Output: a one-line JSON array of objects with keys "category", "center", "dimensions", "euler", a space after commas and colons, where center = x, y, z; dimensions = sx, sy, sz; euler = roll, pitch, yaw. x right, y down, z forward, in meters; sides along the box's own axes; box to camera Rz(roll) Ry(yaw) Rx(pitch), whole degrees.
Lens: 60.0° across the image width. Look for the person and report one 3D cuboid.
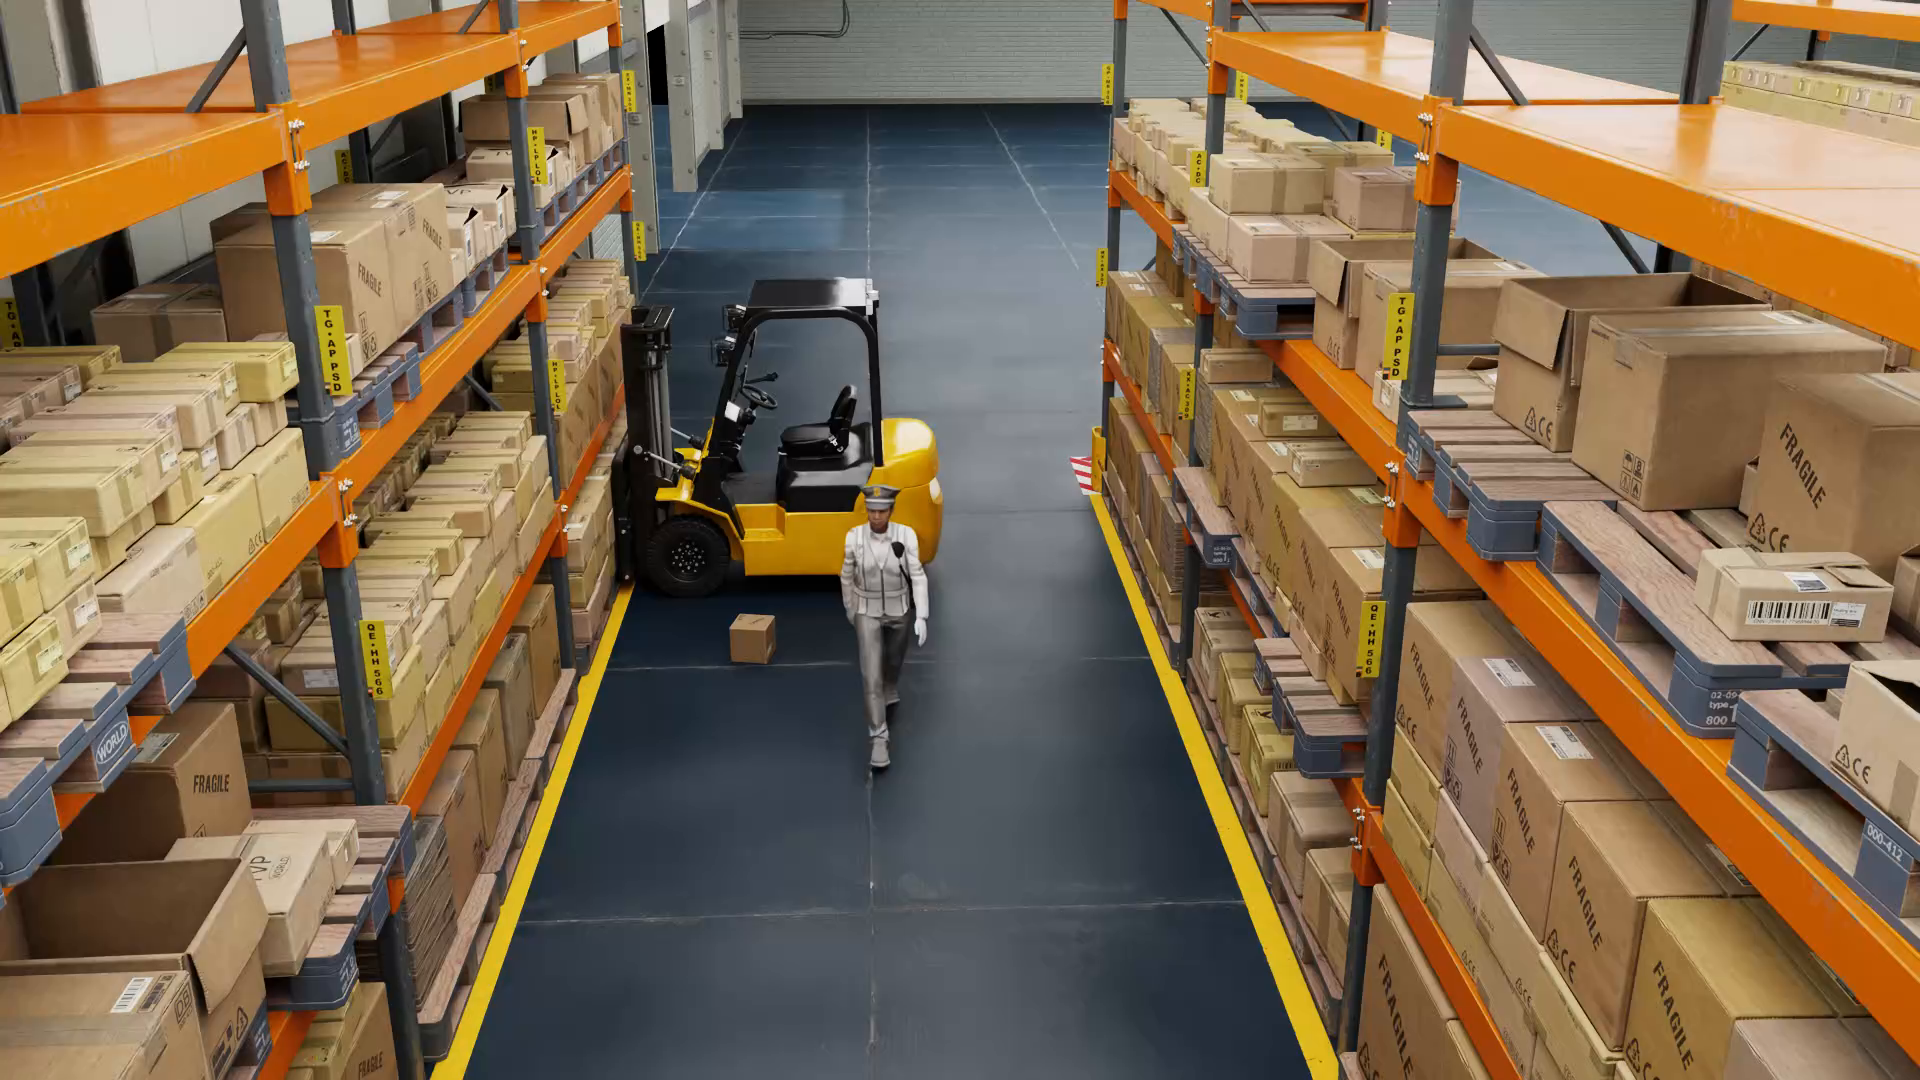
[{"category": "person", "center": [-0.448, 0.420, 9.919], "dimensions": [0.507, 1.628, 1.015], "euler": [-3, 21, -7]}]
